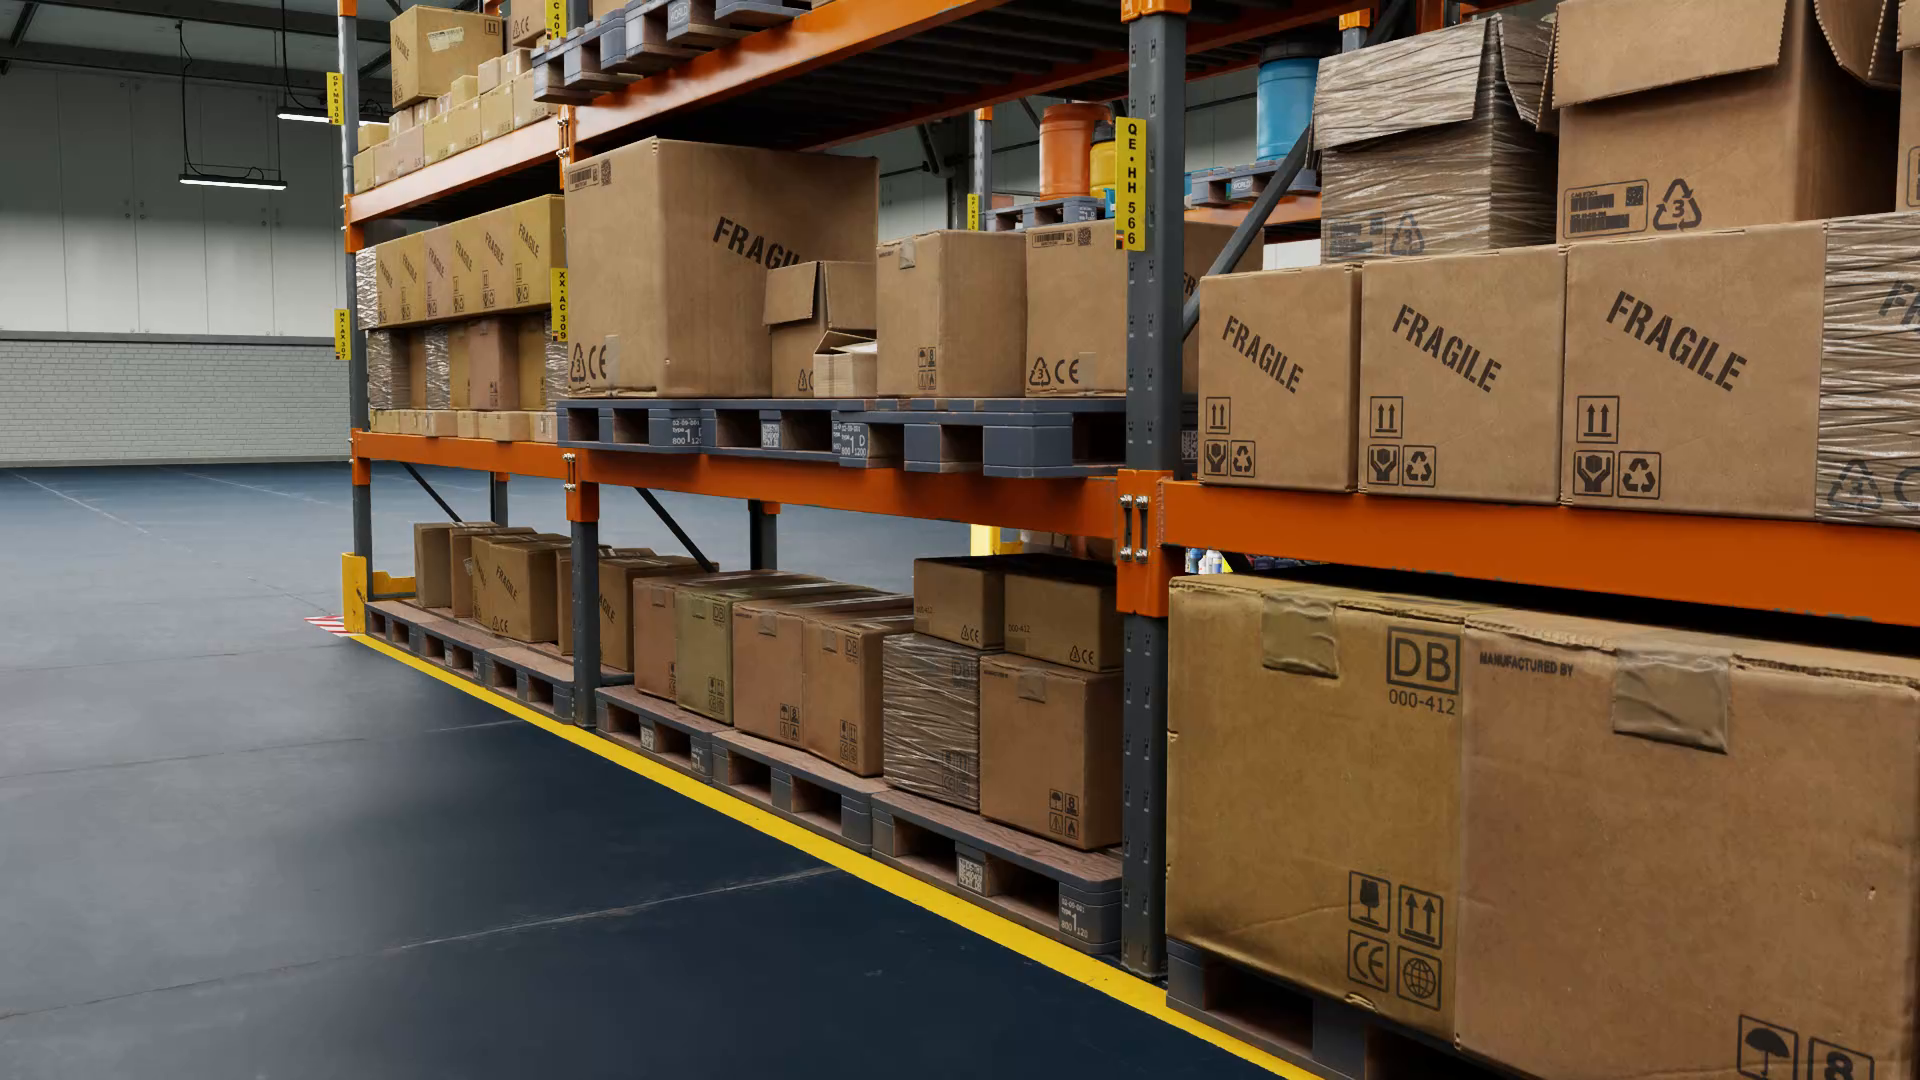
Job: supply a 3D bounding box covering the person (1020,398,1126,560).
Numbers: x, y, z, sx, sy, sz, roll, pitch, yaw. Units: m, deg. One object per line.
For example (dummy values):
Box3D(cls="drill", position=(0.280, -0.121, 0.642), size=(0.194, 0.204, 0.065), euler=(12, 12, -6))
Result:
Box3D(cls="person", position=(0.578, 0.094, 7.414), size=(0.452, 1.596, 0.650), euler=(-3, 6, -35))
